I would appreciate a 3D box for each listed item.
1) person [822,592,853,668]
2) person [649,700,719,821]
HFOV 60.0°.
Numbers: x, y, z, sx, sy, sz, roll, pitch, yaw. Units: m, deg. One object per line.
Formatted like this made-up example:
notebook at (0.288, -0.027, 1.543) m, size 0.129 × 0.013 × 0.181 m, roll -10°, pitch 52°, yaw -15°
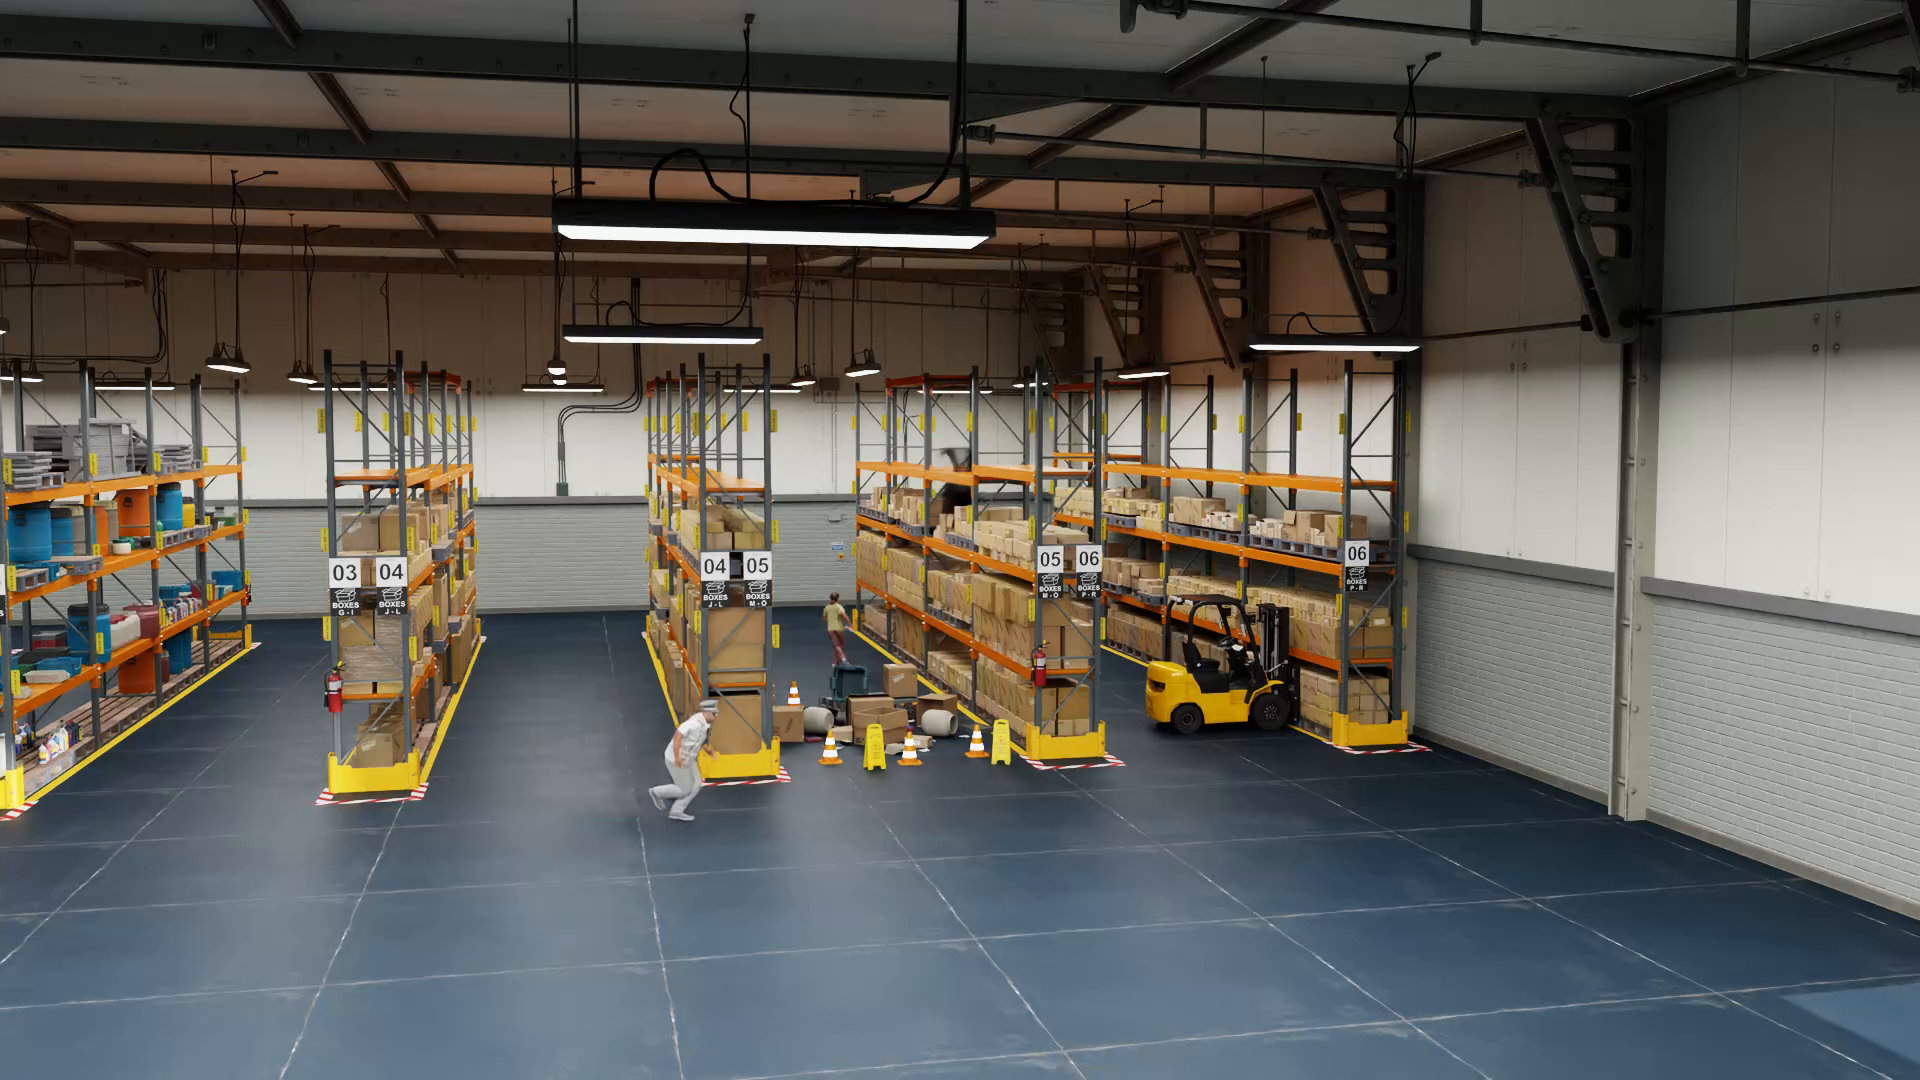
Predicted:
person at (-2.510, 1.875, 33.824) m, size 0.691 × 1.613 × 0.638 m, roll 1°, pitch 4°, yaw 11°
person at (-3.479, 2.783, 20.936) m, size 0.931 × 1.554 × 0.682 m, roll 1°, pitch 4°, yaw 12°
